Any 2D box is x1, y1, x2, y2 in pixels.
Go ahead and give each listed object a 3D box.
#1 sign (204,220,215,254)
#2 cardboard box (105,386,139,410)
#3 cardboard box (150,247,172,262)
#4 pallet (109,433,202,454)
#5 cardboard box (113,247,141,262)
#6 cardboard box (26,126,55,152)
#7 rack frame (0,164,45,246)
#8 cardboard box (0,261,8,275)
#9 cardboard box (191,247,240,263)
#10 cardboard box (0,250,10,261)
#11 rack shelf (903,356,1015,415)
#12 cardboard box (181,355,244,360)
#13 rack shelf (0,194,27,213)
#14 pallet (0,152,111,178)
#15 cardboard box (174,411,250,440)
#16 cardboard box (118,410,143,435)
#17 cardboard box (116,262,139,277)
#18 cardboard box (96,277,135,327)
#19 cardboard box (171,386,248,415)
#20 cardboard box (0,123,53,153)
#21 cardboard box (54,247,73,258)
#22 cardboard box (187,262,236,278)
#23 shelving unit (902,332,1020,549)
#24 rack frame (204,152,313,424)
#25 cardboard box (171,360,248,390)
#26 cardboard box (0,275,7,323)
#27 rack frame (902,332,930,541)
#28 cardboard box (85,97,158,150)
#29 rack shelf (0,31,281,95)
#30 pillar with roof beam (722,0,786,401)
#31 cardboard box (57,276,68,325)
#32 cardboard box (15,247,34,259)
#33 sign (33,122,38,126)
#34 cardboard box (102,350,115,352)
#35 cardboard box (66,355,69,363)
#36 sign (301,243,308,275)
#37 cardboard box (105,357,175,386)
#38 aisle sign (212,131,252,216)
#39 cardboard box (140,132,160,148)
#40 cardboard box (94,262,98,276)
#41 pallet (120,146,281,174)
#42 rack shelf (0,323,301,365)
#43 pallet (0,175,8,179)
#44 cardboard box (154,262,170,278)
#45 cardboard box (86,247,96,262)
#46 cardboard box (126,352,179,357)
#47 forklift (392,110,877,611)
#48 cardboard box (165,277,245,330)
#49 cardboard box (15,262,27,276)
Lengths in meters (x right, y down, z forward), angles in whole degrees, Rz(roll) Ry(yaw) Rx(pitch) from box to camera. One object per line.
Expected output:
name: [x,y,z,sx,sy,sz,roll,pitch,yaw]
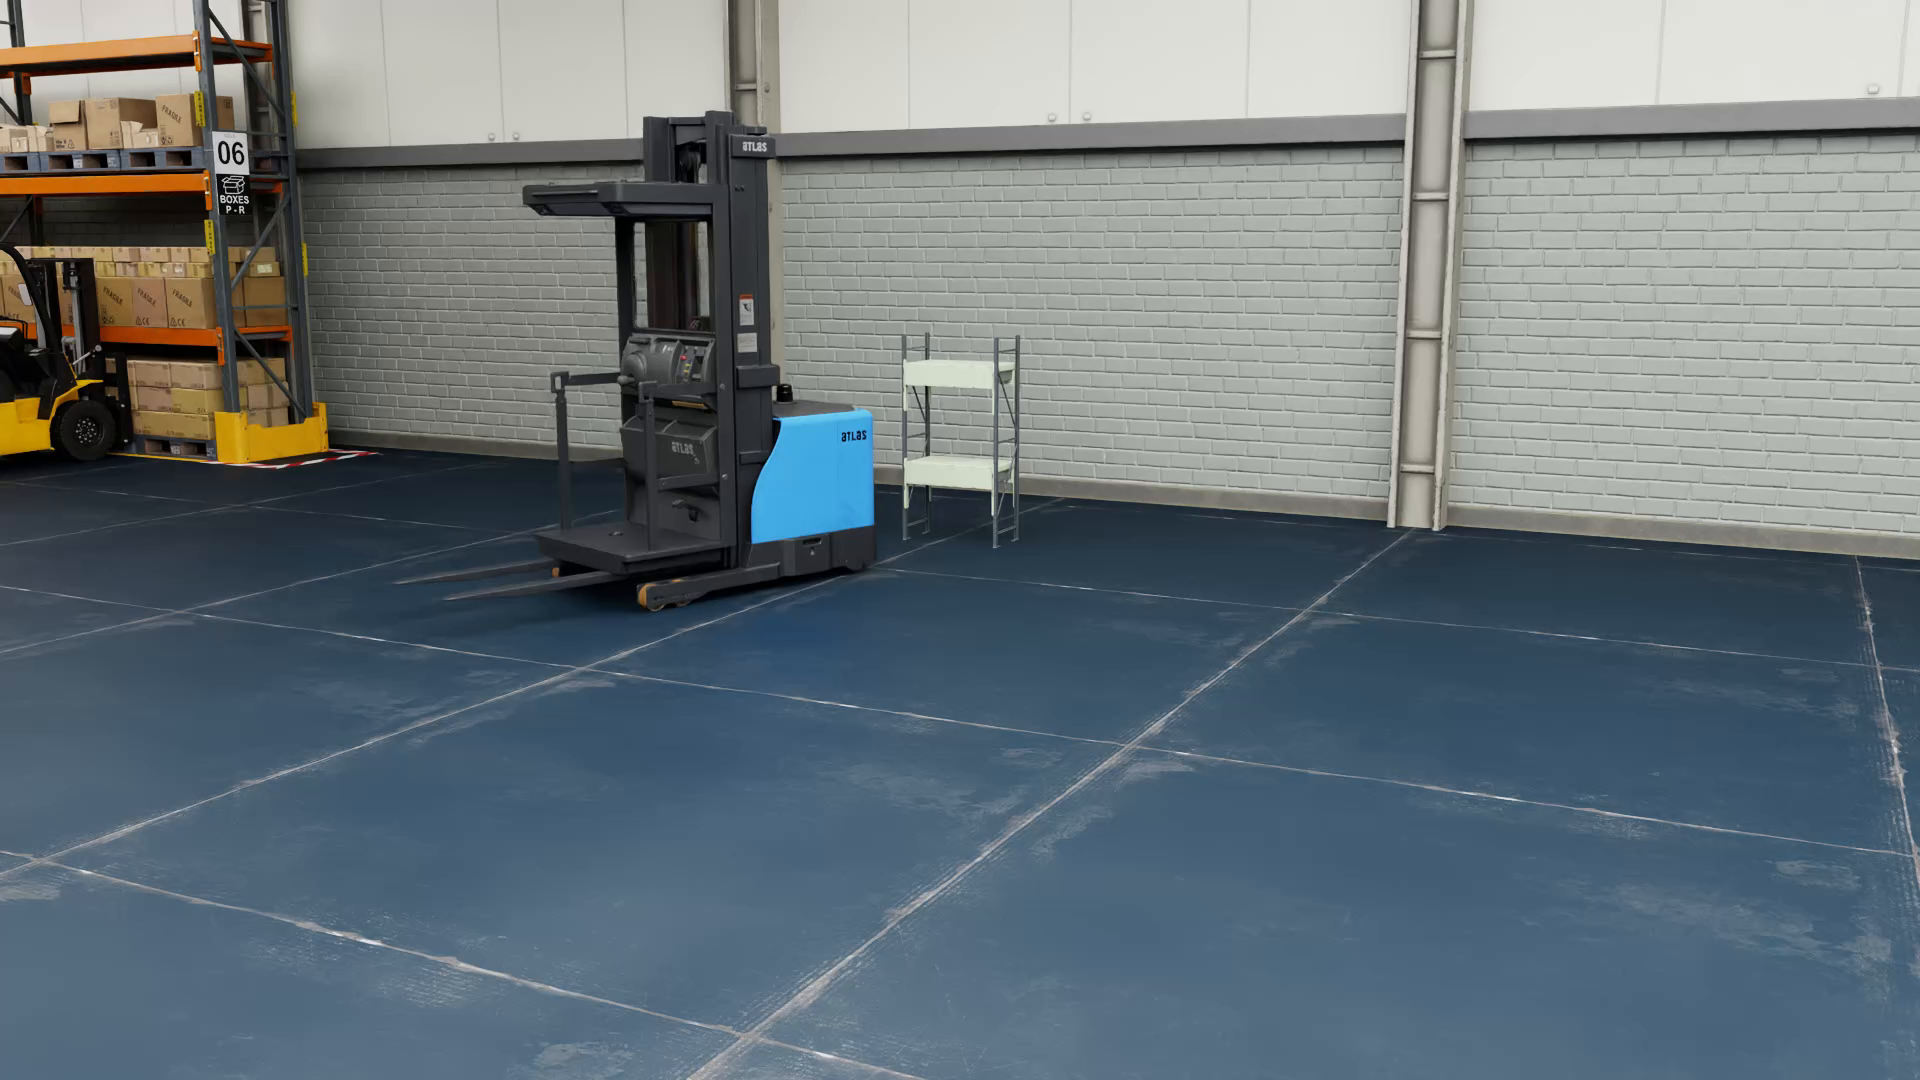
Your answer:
sign: [-7.260,-2.934,16.101,0.005,0.325,0.100,5,11,26]
cardboard box: [-8.499,-1.500,17.231,0.500,0.250,0.500,5,11,25]
cardboard box: [-7.903,-2.873,16.745,0.250,0.149,0.380,5,12,27]
pallet: [-8.801,-1.111,17.775,1.213,0.211,1.003,5,11,26]
cardboard box: [-8.376,-2.907,16.935,0.250,0.149,0.380,5,12,27]
cardboard box: [-9.397,-4.149,17.224,0.258,0.266,0.396,5,11,24]
rack frame: [-10.594,-2.648,18.440,0.127,3.000,1.000,5,11,26]
cardboard box: [-10.192,-2.929,17.891,0.250,0.149,0.380,5,12,27]
cardboard box: [-7.421,-2.842,16.575,0.250,0.149,0.380,5,11,26]
cardboard box: [-10.157,-3.087,17.928,0.250,0.149,0.380,5,11,27]
rack shelf: [0.006,-1.122,12.024,0.720,0.370,0.431,5,11,26]
cardboard box: [-7.804,-1.786,17.407,0.500,0.250,0.500,5,11,26]
rack shelf: [-12.388,-3.928,19.108,4.000,0.370,1.077,5,11,26]
pallet: [-9.818,-4.018,17.832,1.213,0.211,1.003,5,11,26]
cardboard box: [-7.568,-1.173,16.832,0.500,0.250,0.500,5,11,26]
cardboard box: [-8.455,-1.255,17.282,0.500,0.250,0.500,5,11,26]
cardboard box: [-8.367,-2.764,16.980,0.250,0.149,0.380,5,11,24]
cardboard box: [-8.485,-2.462,17.129,0.500,0.500,0.500,5,11,25]
cardboard box: [-7.582,-1.421,16.797,0.500,0.250,0.500,5,11,25]
cardboard box: [-9.956,-4.232,17.557,0.500,0.311,0.500,5,12,27]
cardboard box: [-9.249,-3.002,17.455,0.250,0.149,0.380,5,11,26]
cardboard box: [-7.442,-2.684,16.535,0.250,0.149,0.380,5,11,27]
shelving unit: [0.006,-0.737,12.094,0.755,1.500,0.431,5,11,26]
rack frame: [-7.007,-2.333,16.698,0.127,3.000,1.000,5,11,26]
cardboard box: [-7.558,-1.665,16.742,0.500,0.250,0.500,5,12,28]
cardboard box: [-10.312,-2.621,18.007,0.500,0.500,0.500,5,11,24]
rack frame: [-0.322,-0.766,12.253,0.023,1.500,0.400,5,11,26]
cardboard box: [-8.386,-4.207,16.888,0.500,0.500,0.700,5,11,26]
rack shelf: [-8.801,-4.892,17.135,4.000,0.370,1.077,5,11,26]
pillar with roof beam: [-3.757,-4.324,10.851,0.400,9.000,9.100,5,11,26]
cardboard box: [-9.383,-2.543,17.576,0.500,0.500,0.500,5,11,25]
cardboard box: [-9.747,-3.029,17.606,0.250,0.149,0.380,5,12,27]
sign: [-10.350,-4.506,18.610,0.005,0.325,0.100,5,11,26]
cardboard box: [-9.606,-1.948,18.307,0.500,0.250,0.500,5,11,25]
cardboard box: [-9.394,-1.826,17.633,0.500,0.250,0.500,5,12,28]
sign: [-6.756,-2.886,17.101,0.005,0.325,0.100,5,11,26]
cardboard box: [-8.475,-1.743,17.170,0.500,0.250,0.500,5,11,27]
aisle sign: [-7.078,-3.560,16.179,0.004,0.787,0.394,5,11,26]
cardboard box: [-7.884,-3.958,16.500,0.250,0.149,0.380,5,11,24]
cardboard box: [-8.787,-2.815,17.261,0.250,0.149,0.380,5,11,25]
pallet: [-7.630,-3.825,16.770,1.213,0.211,1.003,5,11,26]
rack shelf: [-8.801,-2.137,17.633,4.000,0.370,1.077,5,11,26]
pallet: [-11.391,-4.098,18.562,1.217,0.209,0.805,5,11,24]
cardboard box: [-7.890,-2.730,16.787,0.250,0.149,0.380,5,12,27]
cardboard box: [-8.800,-2.962,17.238,0.250,0.149,0.380,5,11,27]
cardboard box: [-8.704,-1.868,17.864,0.500,0.250,0.500,5,11,25]
forklift: [-1.970,-1.123,10.205,3.031,2.935,1.130,-10,14,-43]
cardboard box: [-7.565,-2.379,16.672,0.500,0.500,0.500,5,11,25]
cardboard box: [-9.757,-2.882,17.629,0.250,0.149,0.380,5,12,27]
